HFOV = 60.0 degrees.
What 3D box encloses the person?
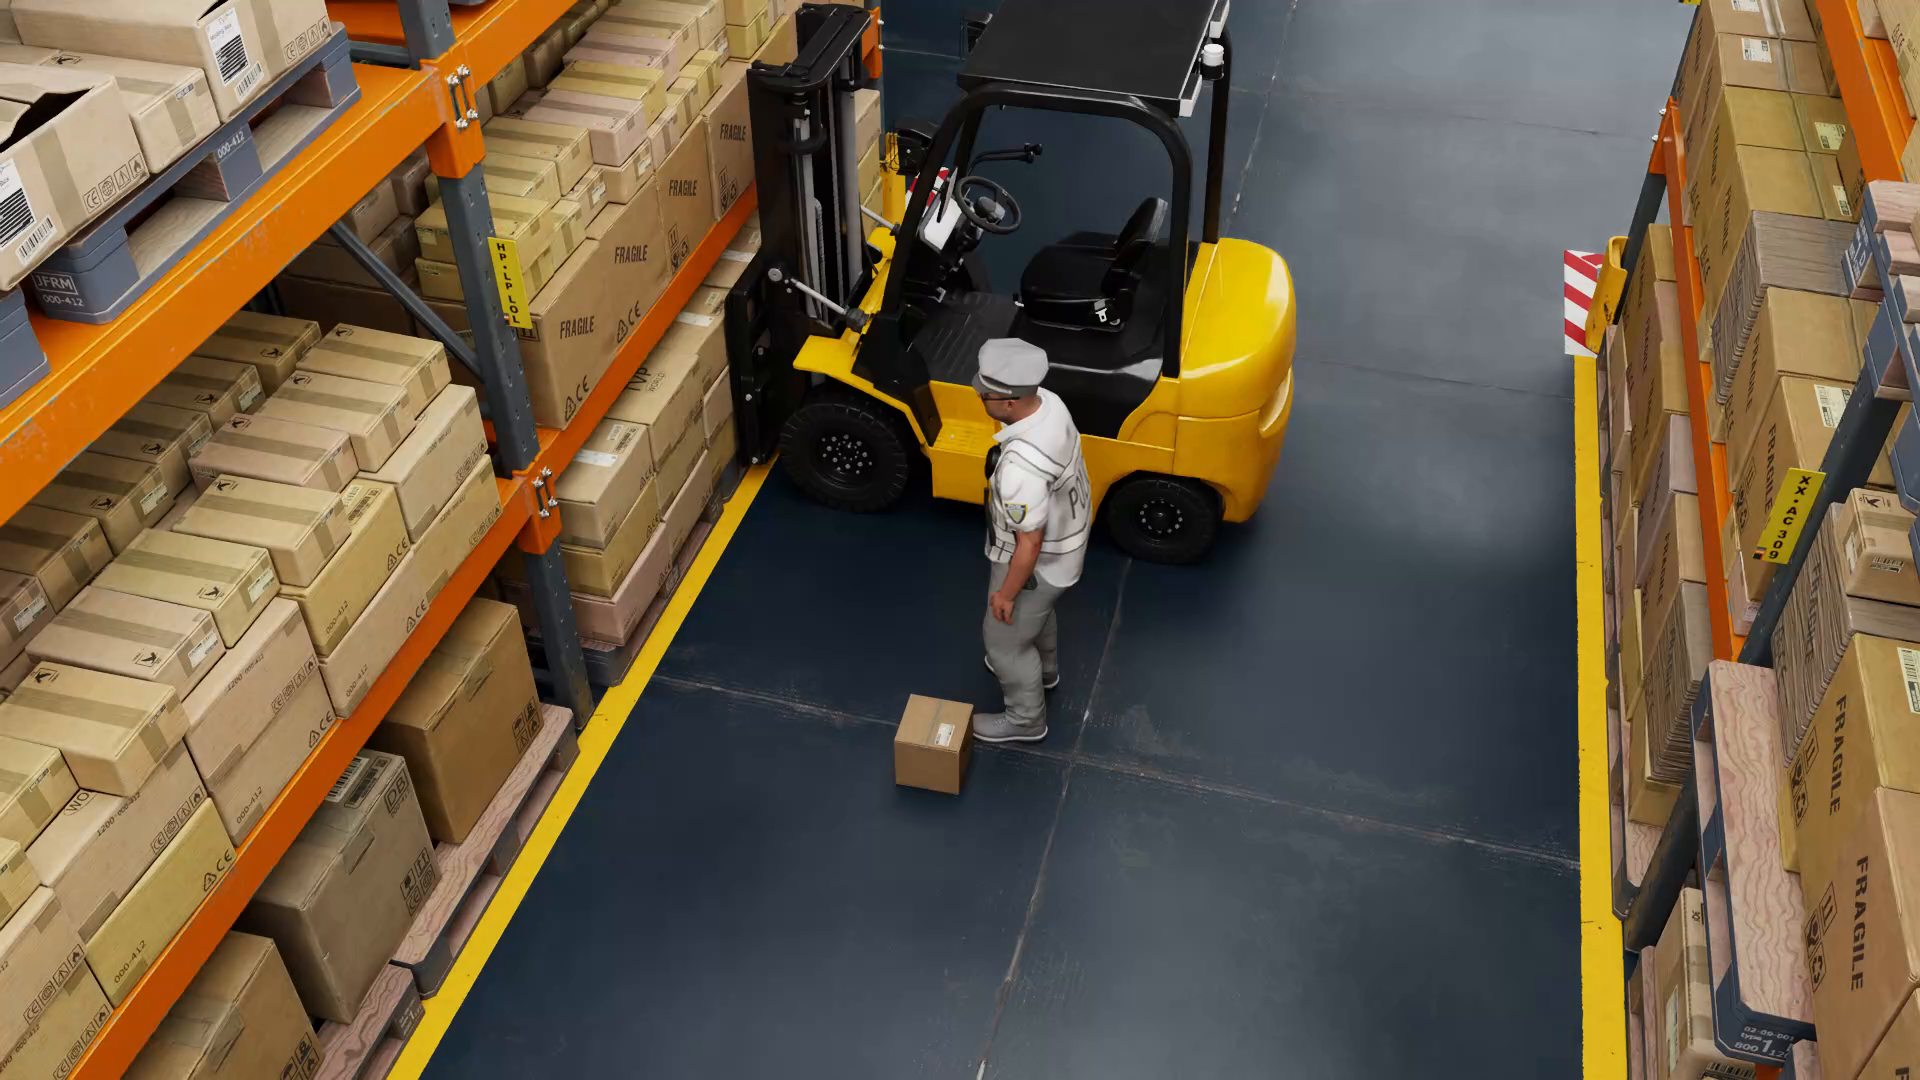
[{"bbox_3d":[0.256,0.030,6.115,0.431,1.750,0.606,8,41,9],"label":"person"}]
